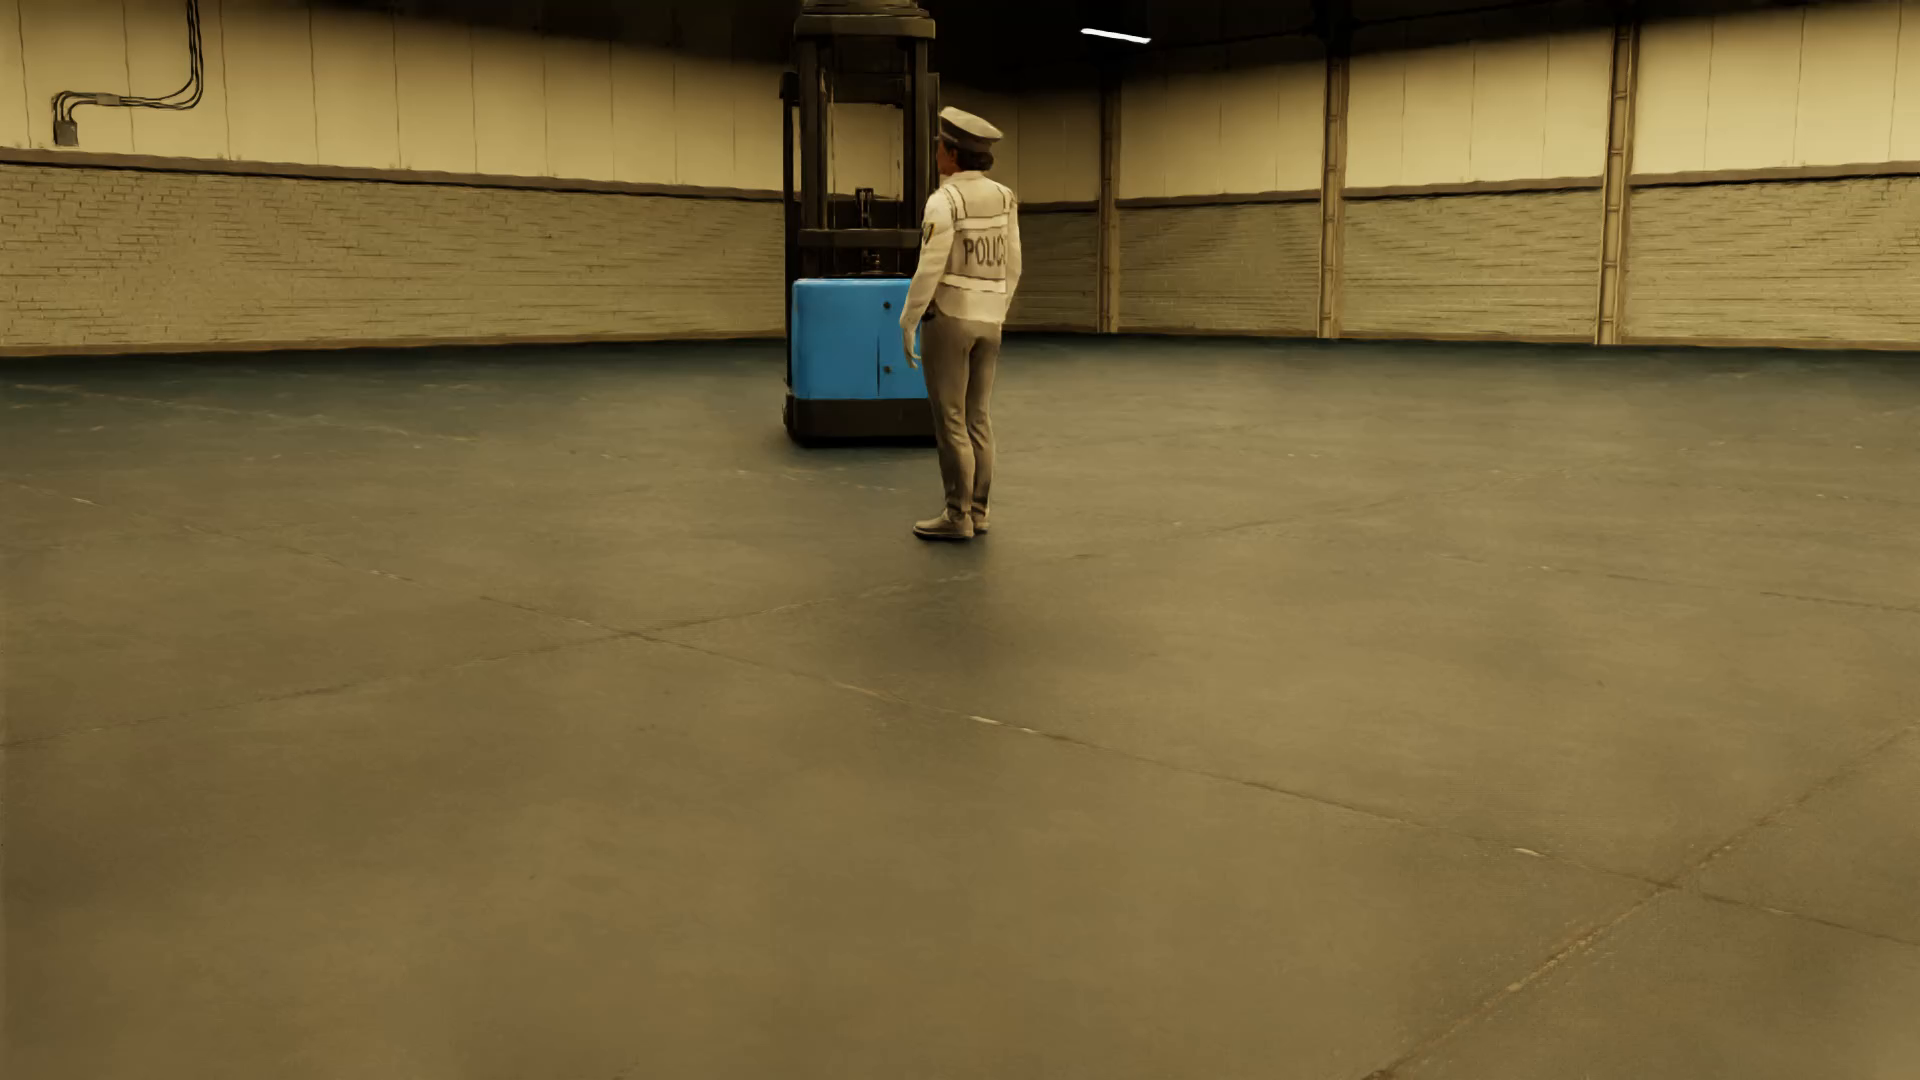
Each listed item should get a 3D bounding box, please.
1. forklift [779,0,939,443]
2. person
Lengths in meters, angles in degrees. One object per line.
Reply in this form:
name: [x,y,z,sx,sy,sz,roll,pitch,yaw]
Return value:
forklift: [-0.725,-2.270,11.950,1.130,2.935,3.031,-1,9,-8]
person: [-0.044,-0.853,6.642,0.532,1.695,0.586,8,12,43]
